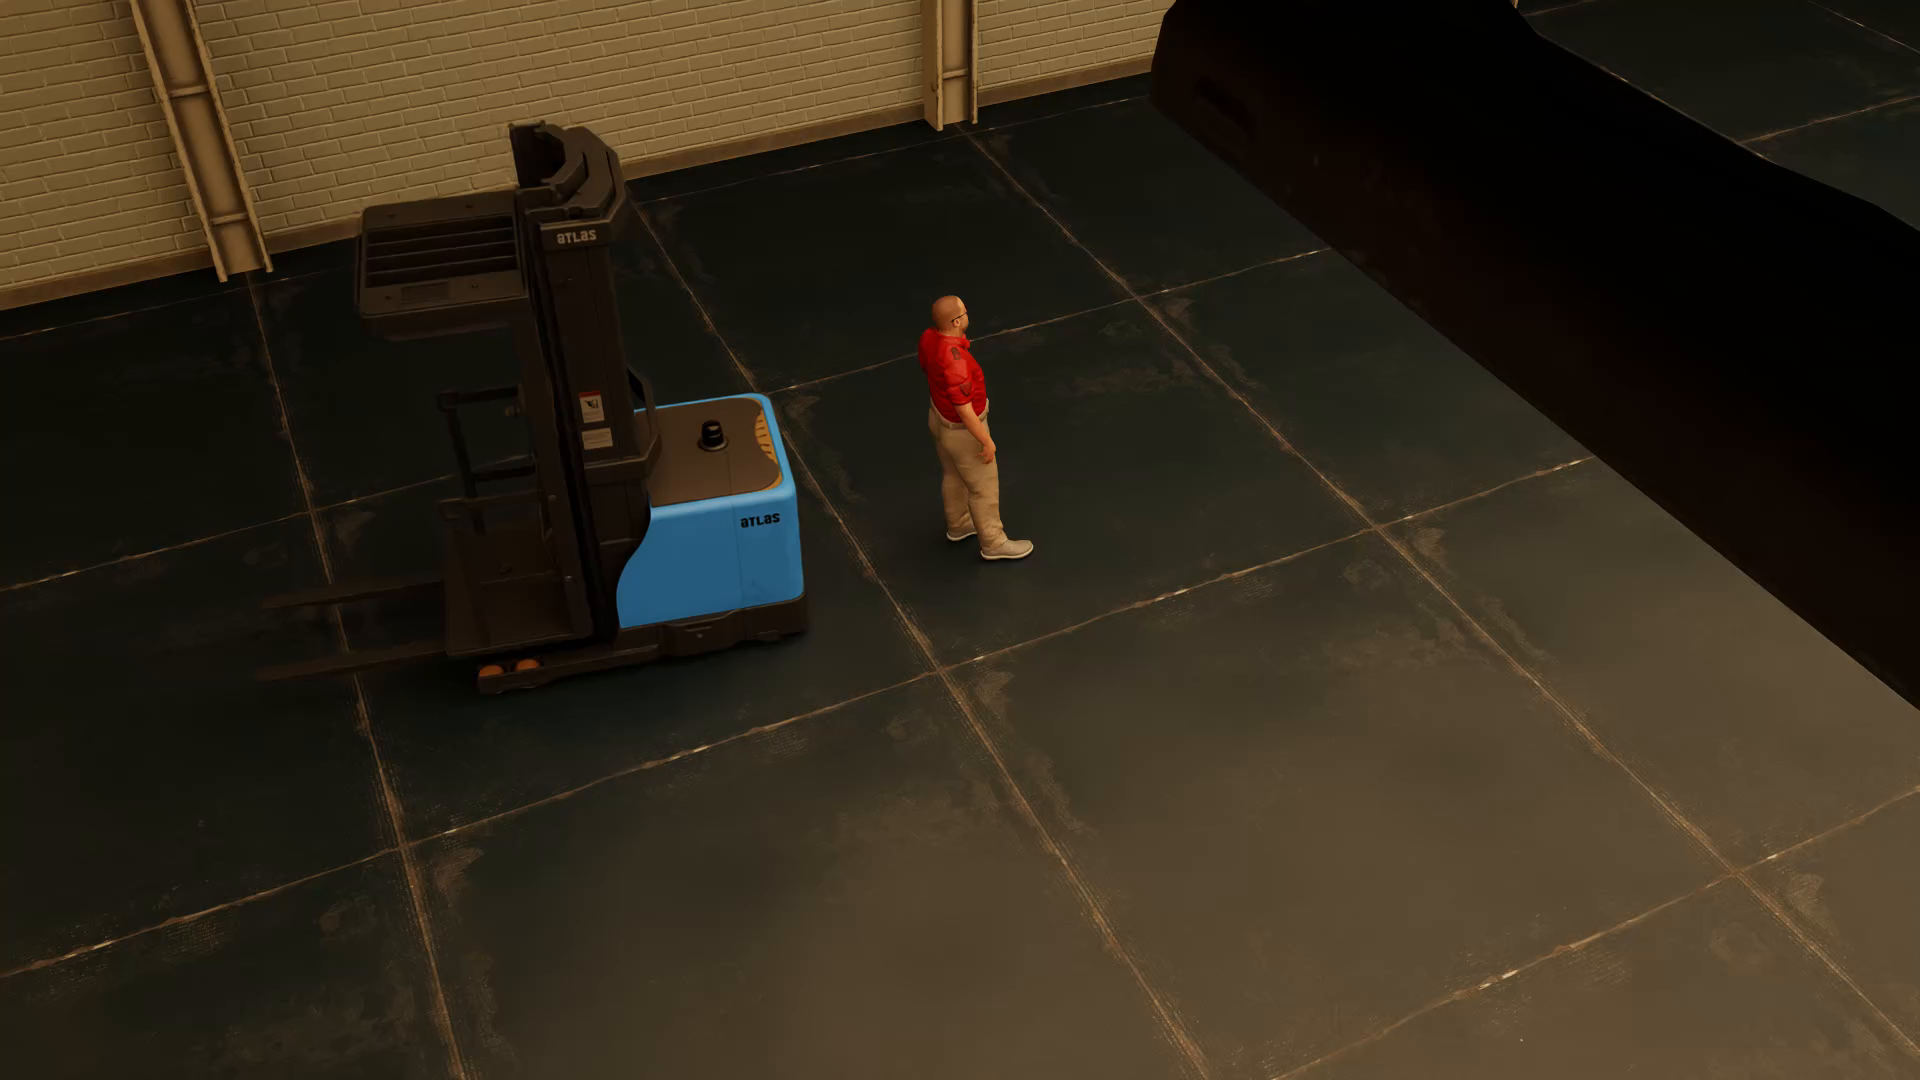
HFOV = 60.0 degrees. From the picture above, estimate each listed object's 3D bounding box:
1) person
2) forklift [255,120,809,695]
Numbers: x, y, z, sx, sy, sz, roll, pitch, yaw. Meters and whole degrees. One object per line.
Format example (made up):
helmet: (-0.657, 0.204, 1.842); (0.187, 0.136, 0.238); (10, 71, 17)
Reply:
person: (0.086, -0.688, 9.766); (0.550, 1.727, 0.641); (-17, 43, -19)
forklift: (-2.450, -0.638, 8.781); (3.031, 2.935, 1.130); (-9, 41, -11)
